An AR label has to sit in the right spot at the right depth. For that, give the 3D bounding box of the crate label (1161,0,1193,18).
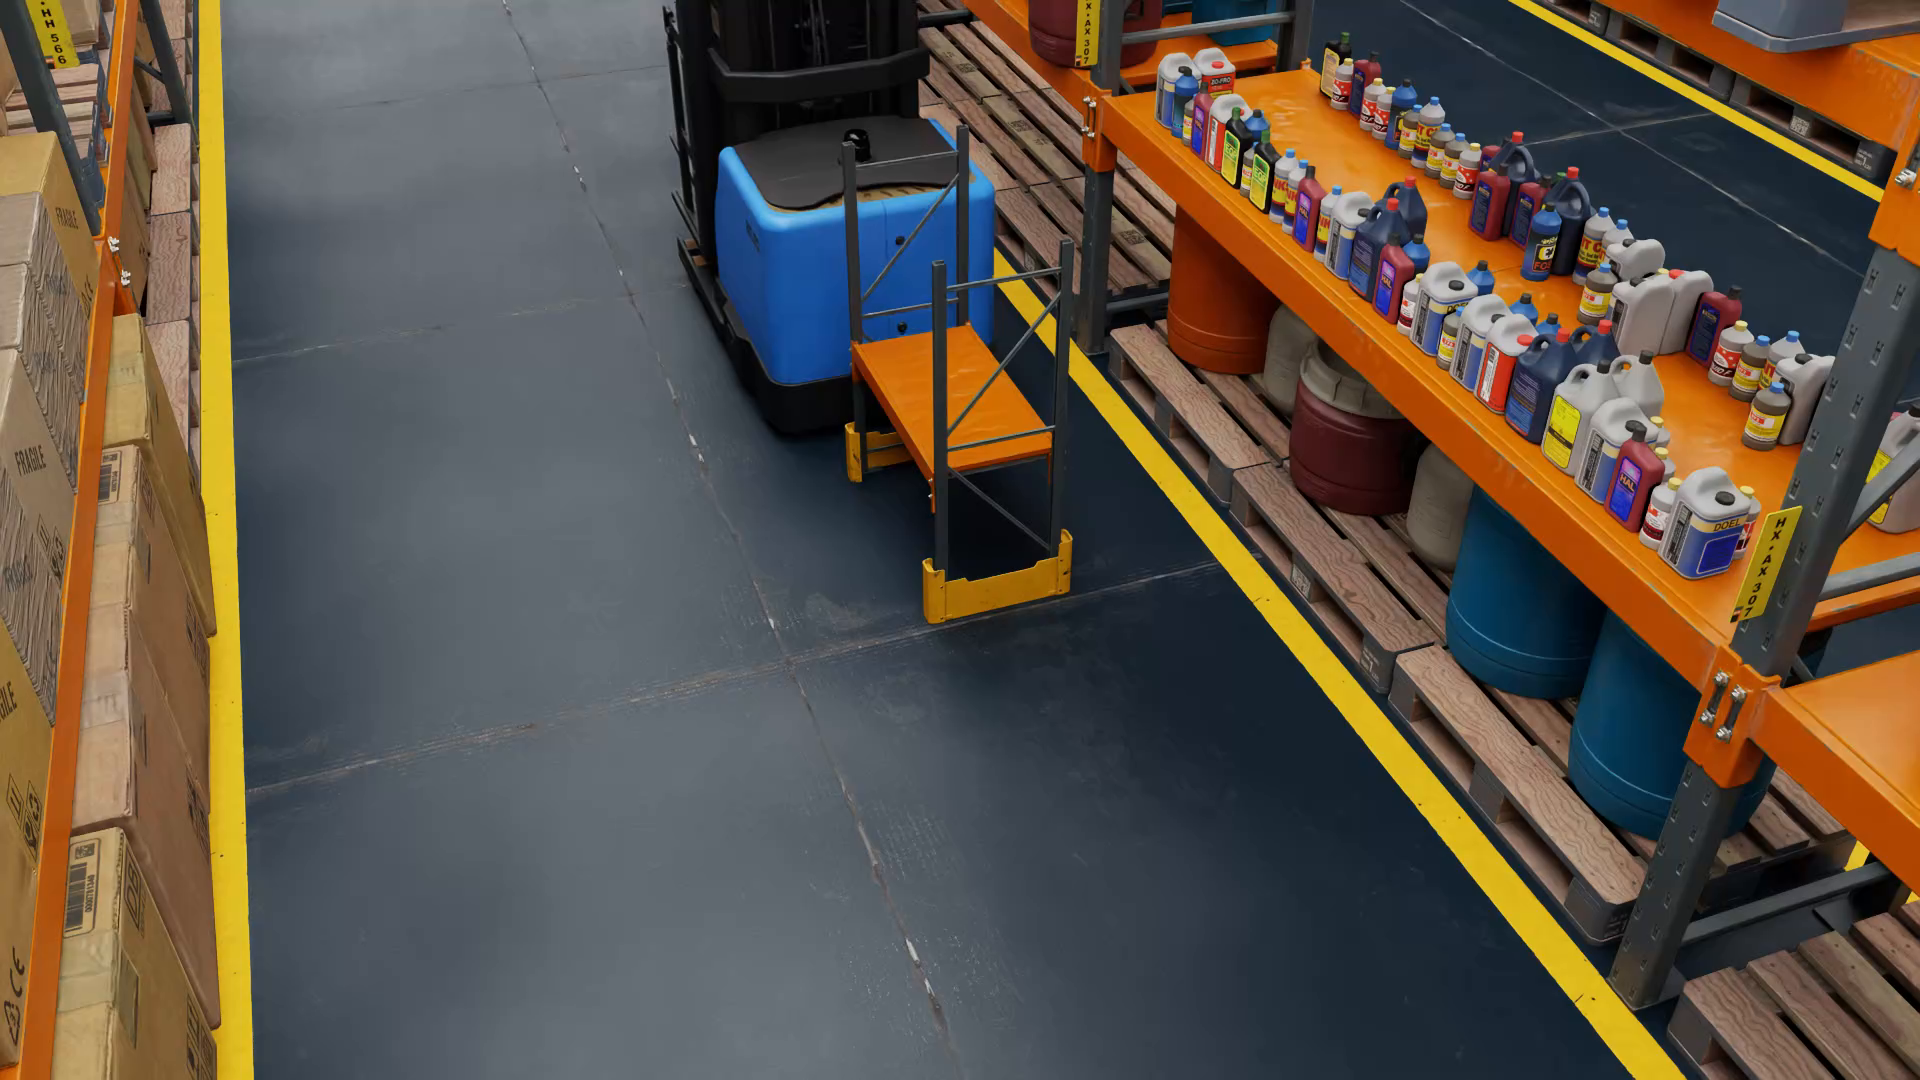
[{"bbox_3d":[0.963,-2.832,7.987,0.502,0.435,0.616,-12,39,-16],"label":"crate label"}]

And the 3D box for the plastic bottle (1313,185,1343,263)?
[{"bbox_3d":[1.308,-1.114,5.843,0.097,0.271,0.097,0,37,0],"label":"plastic bottle"}]

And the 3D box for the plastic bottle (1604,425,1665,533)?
[{"bbox_3d":[1.865,-0.171,4.581,0.061,0.283,0.133,-12,39,-16],"label":"plastic bottle"}]

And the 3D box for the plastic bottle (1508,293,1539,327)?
[{"bbox_3d":[1.753,-0.649,5.225,0.097,0.271,0.097,0,37,0],"label":"plastic bottle"}]

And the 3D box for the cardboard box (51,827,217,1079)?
[{"bbox_3d":[-2.463,1.408,3.805,1.225,0.875,0.875,-12,39,-16],"label":"cardboard box"}]

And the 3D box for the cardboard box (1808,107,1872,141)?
[{"bbox_3d":[5.293,-2.540,9.566,0.500,0.250,0.500,-12,39,-15],"label":"cardboard box"}]

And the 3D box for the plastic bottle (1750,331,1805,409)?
[{"bbox_3d":[2.485,-0.508,5.038,0.097,0.271,0.097,0,37,0],"label":"plastic bottle"}]

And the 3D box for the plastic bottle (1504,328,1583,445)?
[{"bbox_3d":[1.740,-0.477,4.932,0.144,0.351,0.185,-12,39,-16],"label":"plastic bottle"}]

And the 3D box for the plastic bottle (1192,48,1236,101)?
[{"bbox_3d":[1.039,-1.871,6.844,0.152,0.276,0.135,-12,39,-16],"label":"plastic bottle"}]

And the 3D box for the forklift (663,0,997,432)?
[{"bbox_3d":[-0.814,-2.527,7.669,1.130,2.935,3.031,-12,39,-16],"label":"forklift"}]

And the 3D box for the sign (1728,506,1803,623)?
[{"bbox_3d":[1.910,0.061,3.946,0.100,0.325,0.005,-12,39,-16],"label":"sign"}]

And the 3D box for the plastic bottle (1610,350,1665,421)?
[{"bbox_3d":[1.939,-0.403,4.833,0.144,0.351,0.185,-12,39,-16],"label":"plastic bottle"}]

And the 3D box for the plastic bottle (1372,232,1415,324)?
[{"bbox_3d":[1.440,-0.870,5.509,0.061,0.283,0.133,-12,39,-16],"label":"plastic bottle"}]

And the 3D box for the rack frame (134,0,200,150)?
[{"bbox_3d":[-4.976,-3.435,8.817,1.000,3.000,0.127,-12,39,-16],"label":"rack frame"}]

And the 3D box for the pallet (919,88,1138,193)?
[{"bbox_3d":[0.404,-2.221,9.523,1.003,0.211,1.213,-12,39,-16],"label":"pallet"}]

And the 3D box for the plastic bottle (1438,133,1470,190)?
[{"bbox_3d":[1.893,-1.452,6.350,0.097,0.201,0.097,0,37,0],"label":"plastic bottle"}]

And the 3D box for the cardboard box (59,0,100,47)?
[{"bbox_3d":[-3.961,-2.277,7.056,0.500,0.250,0.500,-14,39,-17],"label":"cardboard box"}]

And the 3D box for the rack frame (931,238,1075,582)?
[{"bbox_3d":[0.146,-0.360,5.981,0.500,1.500,0.032,-12,39,-16],"label":"rack frame"}]

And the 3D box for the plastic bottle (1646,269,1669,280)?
[{"bbox_3d":[2.293,-0.796,5.479,0.097,0.201,0.097,0,37,0],"label":"plastic bottle"}]

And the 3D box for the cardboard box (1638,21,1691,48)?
[{"bbox_3d":[4.762,-3.405,10.714,0.500,0.250,0.500,-12,39,-15],"label":"cardboard box"}]

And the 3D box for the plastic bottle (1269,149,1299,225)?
[{"bbox_3d":[1.195,-1.300,6.089,0.097,0.271,0.097,0,37,0],"label":"plastic bottle"}]

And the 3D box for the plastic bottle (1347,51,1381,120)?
[{"bbox_3d":[1.670,-1.884,6.854,0.061,0.283,0.133,-12,39,-16],"label":"plastic bottle"}]

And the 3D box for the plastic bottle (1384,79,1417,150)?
[{"bbox_3d":[1.759,-1.700,6.621,0.097,0.271,0.097,0,37,0],"label":"plastic bottle"}]

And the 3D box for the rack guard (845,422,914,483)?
[{"bbox_3d":[-0.198,-0.424,7.105,0.587,0.250,0.087,-12,39,-16],"label":"rack guard"}]

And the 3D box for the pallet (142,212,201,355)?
[{"bbox_3d":[-4.284,-1.191,8.156,1.003,0.211,1.213,-12,39,-16],"label":"pallet"}]

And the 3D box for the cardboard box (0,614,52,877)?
[{"bbox_3d":[-2.321,0.449,3.578,0.500,0.500,0.500,-12,39,-16],"label":"cardboard box"}]

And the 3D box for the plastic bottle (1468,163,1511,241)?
[{"bbox_3d":[1.912,-1.234,5.992,0.061,0.283,0.133,-12,39,-16],"label":"plastic bottle"}]

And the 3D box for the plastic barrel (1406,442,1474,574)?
[{"bbox_3d":[1.902,-0.163,6.193,0.421,0.512,0.421,0,37,0],"label":"plastic barrel"}]

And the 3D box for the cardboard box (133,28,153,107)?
[{"bbox_3d":[-5.077,-2.838,9.754,0.500,0.500,0.500,-14,39,-17],"label":"cardboard box"}]

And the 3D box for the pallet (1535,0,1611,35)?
[{"bbox_3d":[4.616,-3.962,11.834,1.003,0.211,1.213,-12,39,-16],"label":"pallet"}]

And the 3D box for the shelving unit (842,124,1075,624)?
[{"bbox_3d":[-0.026,-0.642,6.356,0.587,1.500,1.083,-12,39,-16],"label":"shelving unit"}]

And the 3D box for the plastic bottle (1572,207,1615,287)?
[{"bbox_3d":[2.179,-1.010,5.705,0.097,0.271,0.097,0,37,0],"label":"plastic bottle"}]

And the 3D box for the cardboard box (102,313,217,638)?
[{"bbox_3d":[-3.382,-0.100,5.807,1.225,0.875,0.875,-14,39,-18],"label":"cardboard box"}]

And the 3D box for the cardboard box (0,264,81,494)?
[{"bbox_3d":[-2.850,-0.412,4.721,0.500,0.500,0.500,-14,39,-17],"label":"cardboard box"}]

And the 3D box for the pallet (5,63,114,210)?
[{"bbox_3d":[-3.945,-1.479,6.380,1.213,0.211,1.003,-12,39,-16],"label":"pallet"}]

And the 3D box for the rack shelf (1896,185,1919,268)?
[{"bbox_3d":[3.115,0.278,1.993,1.077,0.370,4.000,-12,39,-16],"label":"rack shelf"}]

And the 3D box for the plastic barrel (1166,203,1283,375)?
[{"bbox_3d":[1.235,-1.229,7.343,0.600,0.830,0.708,-12,39,-16],"label":"plastic barrel"}]

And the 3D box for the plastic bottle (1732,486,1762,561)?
[{"bbox_3d":[2.099,-0.054,4.493,0.097,0.201,0.097,0,37,0],"label":"plastic bottle"}]

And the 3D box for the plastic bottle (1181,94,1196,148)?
[{"bbox_3d":[0.944,-1.684,6.657,0.097,0.201,0.097,0,37,0],"label":"plastic bottle"}]

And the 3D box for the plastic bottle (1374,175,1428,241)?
[{"bbox_3d":[1.521,-1.103,5.762,0.144,0.351,0.185,-12,39,-16],"label":"plastic bottle"}]

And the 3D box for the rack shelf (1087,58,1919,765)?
[{"bbox_3d":[1.739,-0.784,5.895,1.077,0.370,4.000,-12,39,-16],"label":"rack shelf"}]

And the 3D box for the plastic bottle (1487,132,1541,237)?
[{"bbox_3d":[1.999,-1.297,6.019,0.144,0.351,0.185,-12,39,-16],"label":"plastic bottle"}]

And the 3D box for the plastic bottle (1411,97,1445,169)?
[{"bbox_3d":[1.826,-1.590,6.475,0.097,0.271,0.097,0,37,0],"label":"plastic bottle"}]

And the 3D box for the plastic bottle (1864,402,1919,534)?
[{"bbox_3d":[2.596,-0.210,4.577,0.144,0.351,0.185,-12,39,-16],"label":"plastic bottle"}]

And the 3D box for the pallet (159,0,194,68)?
[{"bbox_3d":[-5.664,-3.383,11.066,1.003,0.211,1.213,-12,39,-16],"label":"pallet"}]

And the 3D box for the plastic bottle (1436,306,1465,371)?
[{"bbox_3d":[1.577,-0.645,5.278,0.097,0.201,0.097,0,37,0],"label":"plastic bottle"}]

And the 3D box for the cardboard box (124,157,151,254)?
[{"bbox_3d":[-4.446,-1.672,8.188,0.700,0.500,0.500,-16,40,-20],"label":"cardboard box"}]

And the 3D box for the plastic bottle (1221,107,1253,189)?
[{"bbox_3d":[1.058,-1.496,6.340,0.061,0.283,0.133,-12,39,-16],"label":"plastic bottle"}]

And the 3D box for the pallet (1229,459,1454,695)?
[{"bbox_3d":[1.777,0.038,6.524,1.003,0.211,1.213,-12,39,-16],"label":"pallet"}]

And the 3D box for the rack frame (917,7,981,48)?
[{"bbox_3d":[-0.326,-4.460,10.178,1.000,3.000,0.127,-12,39,-16],"label":"rack frame"}]

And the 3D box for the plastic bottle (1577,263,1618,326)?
[{"bbox_3d":[2.116,-0.820,5.510,0.097,0.201,0.097,0,37,0],"label":"plastic bottle"}]
